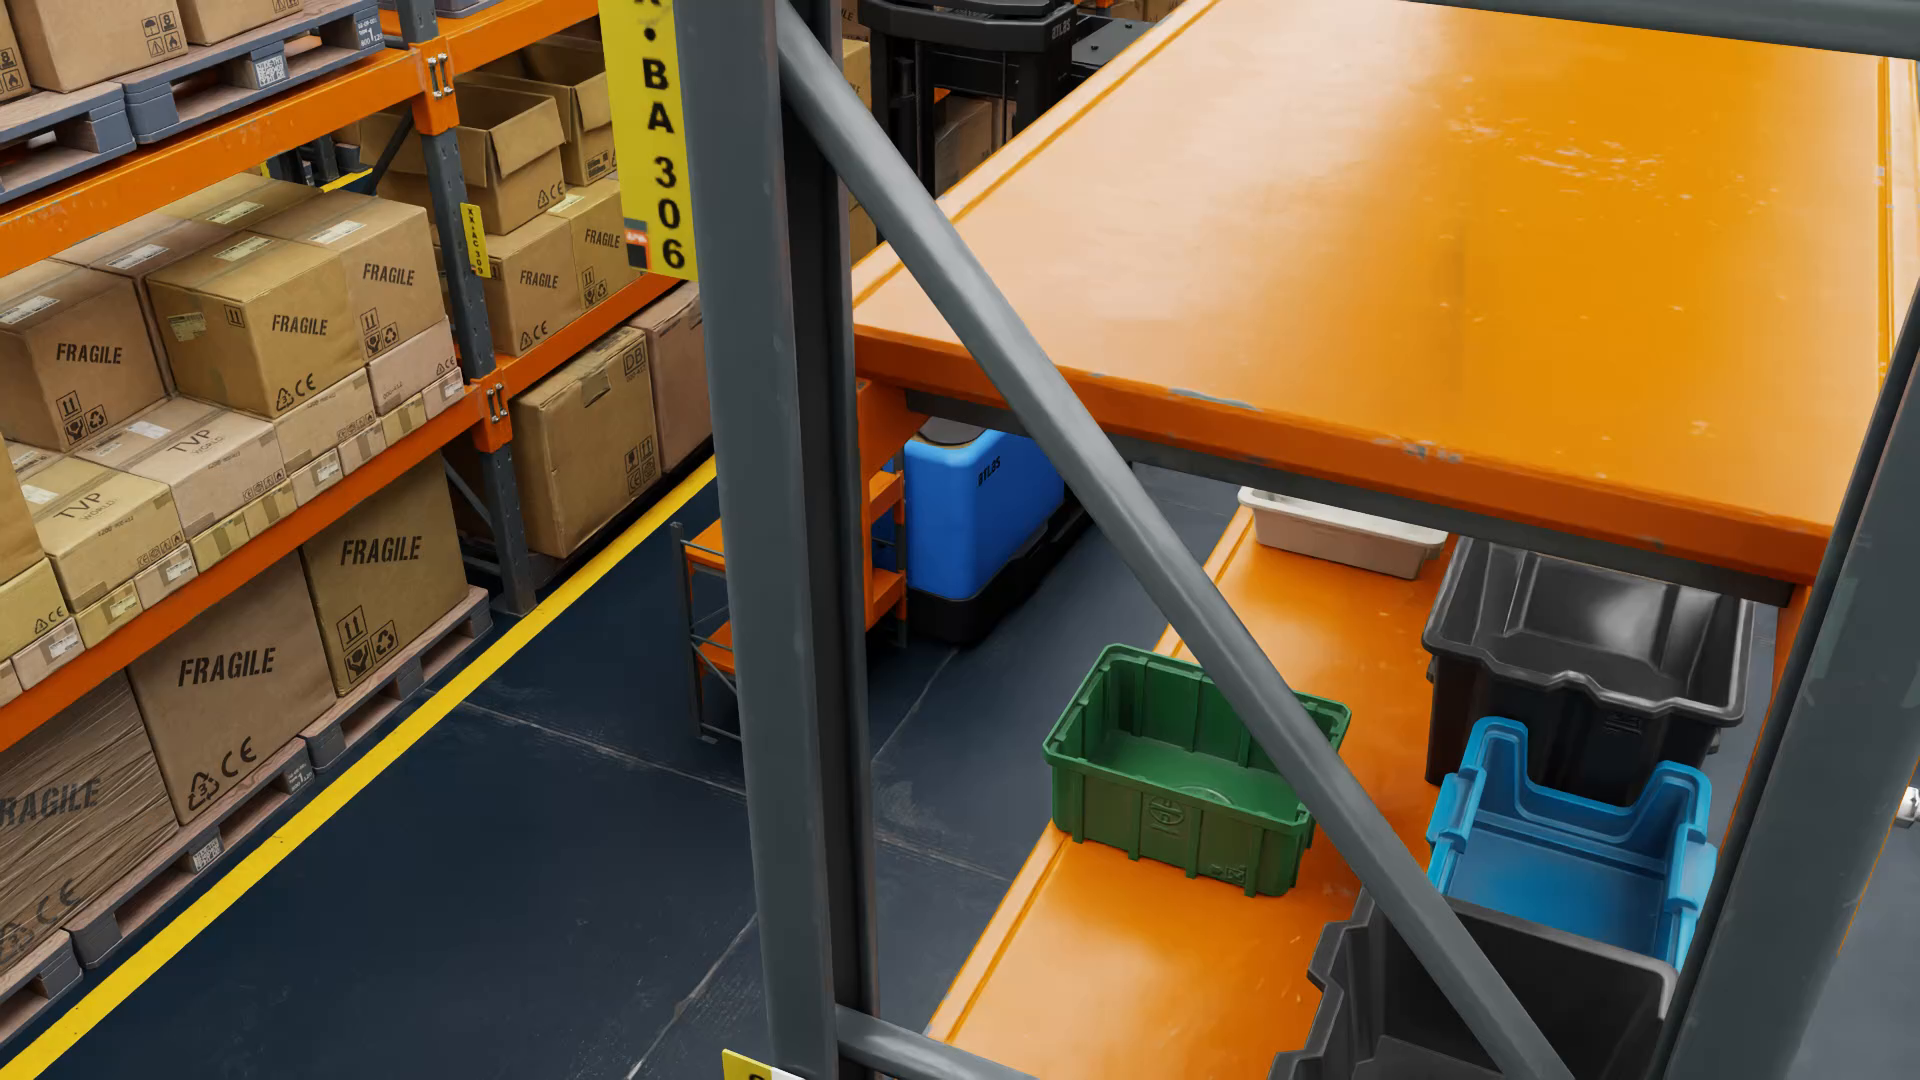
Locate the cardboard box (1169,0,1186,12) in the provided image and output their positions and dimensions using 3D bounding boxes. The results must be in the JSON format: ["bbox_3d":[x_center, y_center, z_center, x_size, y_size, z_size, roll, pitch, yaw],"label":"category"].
[{"bbox_3d":[1.952,-5.504,16.305,0.500,0.500,0.500,25,41,32],"label":"cardboard box"}]

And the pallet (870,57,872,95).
[{"bbox_3d":[-0.698,-3.301,11.223,1.213,0.211,1.003,14,36,20],"label":"pallet"}]

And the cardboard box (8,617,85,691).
[{"bbox_3d":[-3.263,0.346,5.716,0.380,0.149,0.250,14,36,20],"label":"cardboard box"}]

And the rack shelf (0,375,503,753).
[{"bbox_3d":[-3.410,0.287,6.232,1.077,0.370,4.000,14,36,20],"label":"rack shelf"}]

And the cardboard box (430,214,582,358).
[{"bbox_3d":[-2.154,-1.223,7.789,0.500,0.500,0.500,14,36,21],"label":"cardboard box"}]

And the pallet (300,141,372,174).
[{"bbox_3d":[-4.964,-3.399,13.741,1.003,0.211,1.213,14,36,20],"label":"pallet"}]

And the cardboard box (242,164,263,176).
[{"bbox_3d":[-5.400,-2.932,12.383,0.500,0.500,0.500,14,36,20],"label":"cardboard box"}]

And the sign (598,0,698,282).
[{"bbox_3d":[-0.254,-0.373,1.407,0.100,0.325,0.005,14,36,20],"label":"sign"}]

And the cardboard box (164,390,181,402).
[{"bbox_3d":[-3.220,-0.651,6.872,0.500,0.250,0.500,14,36,20],"label":"cardboard box"}]

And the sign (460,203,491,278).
[{"bbox_3d":[-2.068,-1.278,7.102,0.100,0.325,0.005,14,36,20],"label":"sign"}]

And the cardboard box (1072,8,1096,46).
[{"bbox_3d":[0.978,-4.314,14.491,0.500,0.500,0.500,13,35,19],"label":"cardboard box"}]

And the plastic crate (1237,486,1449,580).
[{"bbox_3d":[0.891,-0.111,3.689,0.437,0.136,0.530,14,36,20],"label":"plastic crate"}]

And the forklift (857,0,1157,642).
[{"bbox_3d":[0.298,-1.526,8.405,1.130,2.935,3.031,17,37,23],"label":"forklift"}]

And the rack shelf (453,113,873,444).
[{"bbox_3d":[-1.736,-1.705,9.270,1.077,0.370,4.000,14,36,20],"label":"rack shelf"}]

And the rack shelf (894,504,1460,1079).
[{"bbox_3d":[1.089,0.169,3.677,1.077,0.370,4.000,14,36,20],"label":"rack shelf"}]

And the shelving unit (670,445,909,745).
[{"bbox_3d":[-0.716,0.222,7.385,0.538,1.125,1.048,17,37,24],"label":"shelving unit"}]

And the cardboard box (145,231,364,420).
[{"bbox_3d":[-2.736,-0.846,6.486,0.500,0.500,0.500,15,36,21],"label":"cardboard box"}]

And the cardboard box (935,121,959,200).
[{"bbox_3d":[-0.417,-2.758,12.099,0.700,0.500,0.500,11,35,17],"label":"cardboard box"}]

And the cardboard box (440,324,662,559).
[{"bbox_3d":[-2.324,-0.620,8.515,1.225,0.875,0.875,14,36,21],"label":"cardboard box"}]

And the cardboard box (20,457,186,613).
[{"bbox_3d":[-3.162,-0.027,5.921,0.500,0.250,0.500,13,36,20],"label":"cardboard box"}]

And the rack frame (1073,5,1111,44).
[{"bbox_3d":[0.774,-4.994,13.631,1.000,3.000,0.127,14,36,20],"label":"rack frame"}]

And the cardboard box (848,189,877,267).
[{"bbox_3d":[-1.207,-1.950,10.543,1.225,0.875,0.875,13,35,18],"label":"cardboard box"}]

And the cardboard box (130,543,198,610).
[{"bbox_3d":[-3.048,0.089,6.108,0.380,0.149,0.250,15,36,21],"label":"cardboard box"}]

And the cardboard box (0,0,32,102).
[{"bbox_3d":[-3.423,-1.625,5.192,0.700,0.500,0.500,16,36,23],"label":"cardboard box"}]

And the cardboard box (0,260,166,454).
[{"bbox_3d":[-3.432,-0.701,6.266,0.500,0.500,0.500,13,35,19],"label":"cardboard box"}]

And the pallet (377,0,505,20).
[{"bbox_3d":[-2.234,-2.652,7.498,0.805,0.209,1.217,13,35,19],"label":"pallet"}]

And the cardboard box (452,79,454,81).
[{"bbox_3d":[-4.663,-4.144,14.002,1.050,0.750,0.750,15,36,21],"label":"cardboard box"}]

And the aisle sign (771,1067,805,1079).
[{"bbox_3d":[-0.044,1.000,2.118,0.394,0.787,0.004,14,36,20],"label":"aisle sign"}]

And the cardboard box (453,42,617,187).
[{"bbox_3d":[-2.016,-2.130,8.257,0.797,0.503,0.637,15,36,21],"label":"cardboard box"}]

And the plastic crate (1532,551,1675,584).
[{"bbox_3d":[1.460,-0.119,3.568,0.437,0.282,0.530,14,36,20],"label":"plastic crate"}]

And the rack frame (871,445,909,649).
[{"bbox_3d":[-0.472,-0.023,7.759,0.500,1.125,0.032,17,37,24],"label":"rack frame"}]

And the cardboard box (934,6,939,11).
[{"bbox_3d":[-0.567,-3.798,11.333,0.700,0.500,0.500,20,38,27],"label":"cardboard box"}]

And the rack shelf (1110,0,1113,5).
[{"bbox_3d":[1.611,-5.689,15.347,1.077,0.370,4.000,14,36,20],"label":"rack shelf"}]

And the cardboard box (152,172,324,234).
[{"bbox_3d":[-3.006,-1.205,7.034,0.500,0.500,0.500,14,36,20],"label":"cardboard box"}]

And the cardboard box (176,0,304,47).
[{"bbox_3d":[-2.846,-2.120,5.946,0.700,0.500,0.500,12,35,18],"label":"cardboard box"}]

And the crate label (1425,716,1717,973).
[{"bbox_3d":[0.932,0.541,2.589,0.408,0.251,0.502,14,36,20],"label":"crate label"}]

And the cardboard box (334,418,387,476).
[{"bbox_3d":[-2.618,-0.421,6.886,0.380,0.149,0.250,14,36,20],"label":"cardboard box"}]

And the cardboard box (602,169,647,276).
[{"bbox_3d":[-1.734,-1.723,8.551,0.500,0.500,0.500,13,36,19],"label":"cardboard box"}]

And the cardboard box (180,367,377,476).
[{"bbox_3d":[-2.734,-0.533,6.693,0.500,0.250,0.500,15,36,22],"label":"cardboard box"}]

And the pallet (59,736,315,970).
[{"bbox_3d":[-3.471,1.127,6.839,1.003,0.211,1.213,14,36,20],"label":"pallet"}]

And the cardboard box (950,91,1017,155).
[{"bbox_3d":[0.047,-3.320,12.956,0.700,0.500,0.500,11,35,16],"label":"cardboard box"}]

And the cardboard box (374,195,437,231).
[{"bbox_3d":[-2.625,-1.347,7.977,0.500,0.500,0.500,14,36,21],"label":"cardboard box"}]

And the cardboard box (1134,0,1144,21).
[{"bbox_3d":[1.399,-4.928,15.427,0.500,0.500,0.500,11,35,16],"label":"cardboard box"}]

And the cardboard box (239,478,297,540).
[{"bbox_3d":[-2.833,-0.165,6.495,0.380,0.149,0.250,15,36,21],"label":"cardboard box"}]

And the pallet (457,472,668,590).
[{"bbox_3d":[-2.319,-0.245,8.931,1.003,0.211,1.213,14,36,20],"label":"pallet"}]

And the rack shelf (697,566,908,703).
[{"bbox_3d":[-0.716,0.427,7.519,0.538,0.278,1.000,17,37,24],"label":"rack shelf"}]

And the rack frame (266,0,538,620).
[{"bbox_3d":[-2.573,-1.010,7.554,1.000,3.000,0.127,14,36,20],"label":"rack frame"}]

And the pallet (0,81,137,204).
[{"bbox_3d":[-3.437,-1.216,5.215,1.003,0.211,1.213,14,36,20],"label":"pallet"}]

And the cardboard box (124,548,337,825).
[{"bbox_3d":[-3.298,0.462,6.865,0.875,0.875,0.875,14,36,20],"label":"cardboard box"}]

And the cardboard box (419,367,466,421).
[{"bbox_3d":[-2.403,-0.678,7.277,0.380,0.149,0.250,14,36,21],"label":"cardboard box"}]

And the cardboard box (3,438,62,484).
[{"bbox_3d":[-3.645,-0.148,6.105,0.500,0.250,0.500,14,36,21],"label":"cardboard box"}]
